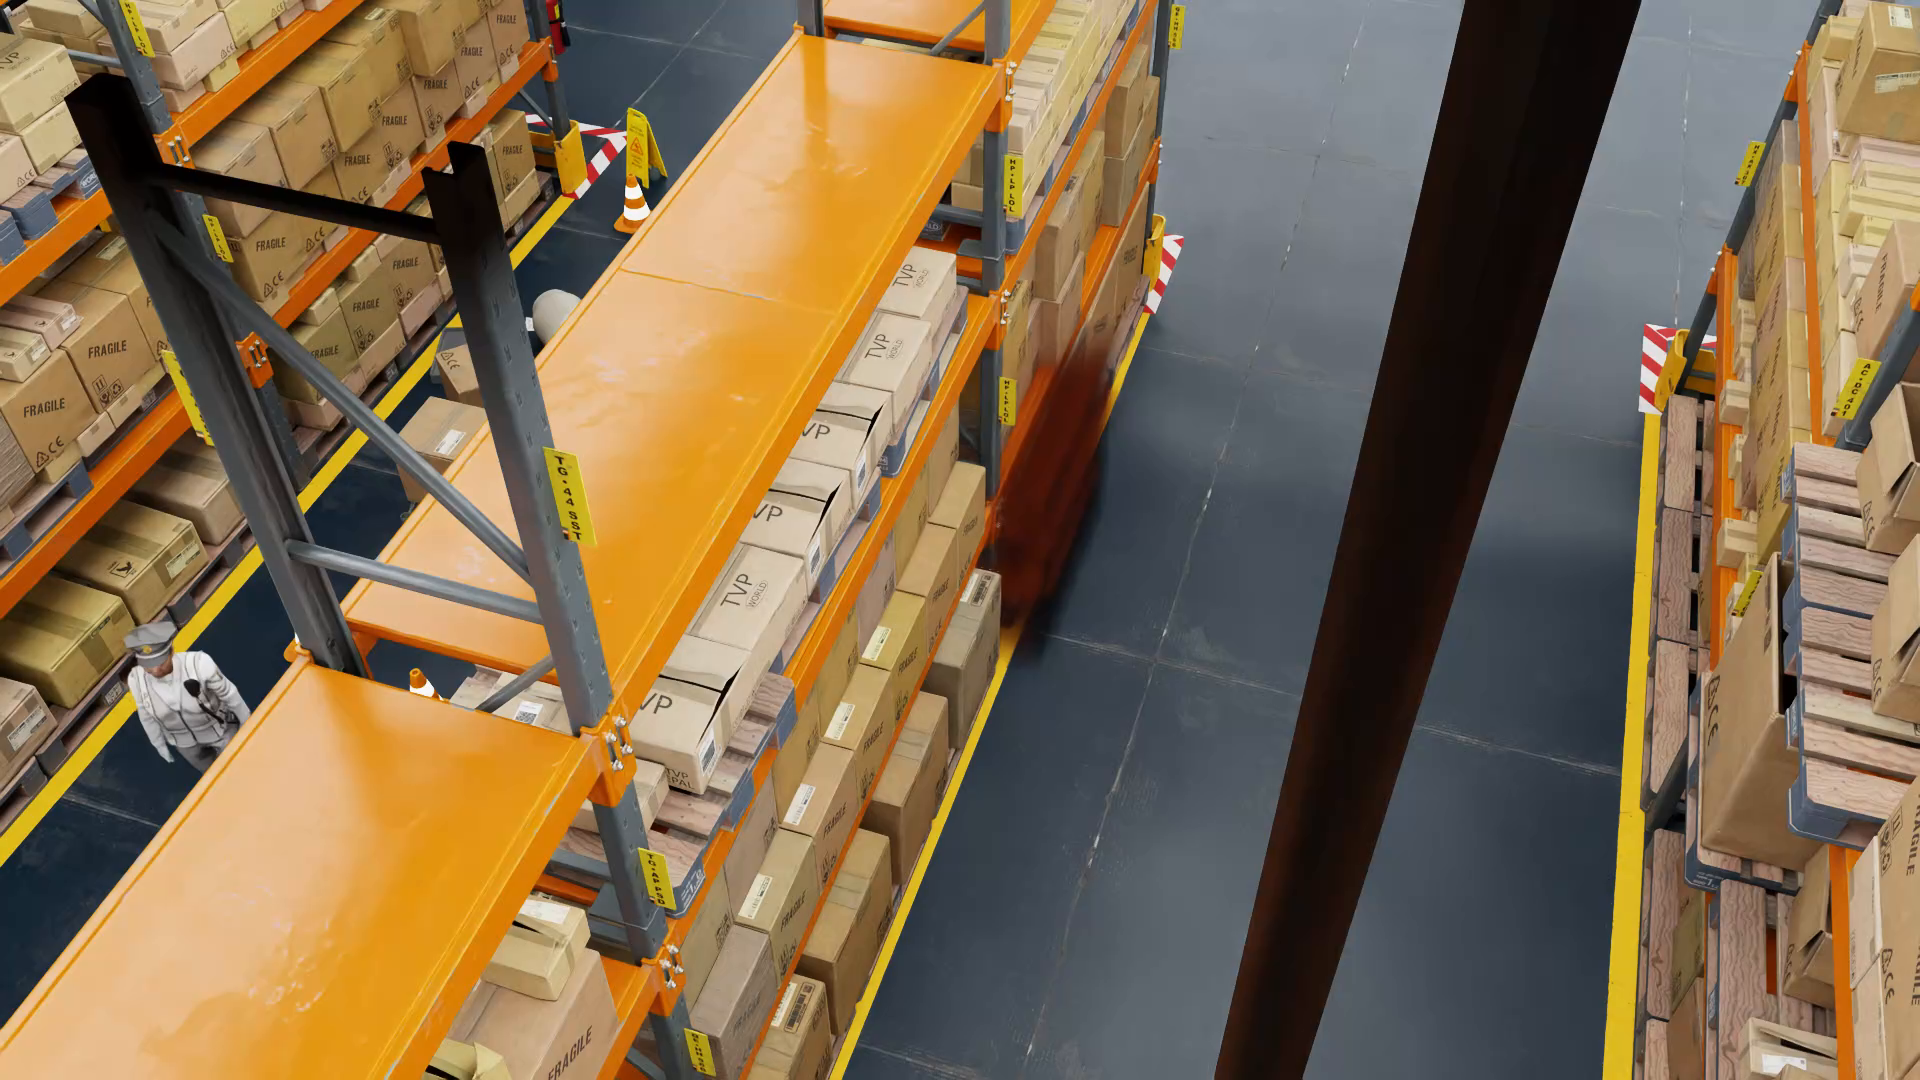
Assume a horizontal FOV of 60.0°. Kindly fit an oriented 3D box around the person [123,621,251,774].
[{"bbox_3d":[-4.080,1.052,8.952,0.519,1.704,0.373,-9,46,-9],"label":"person"}]
